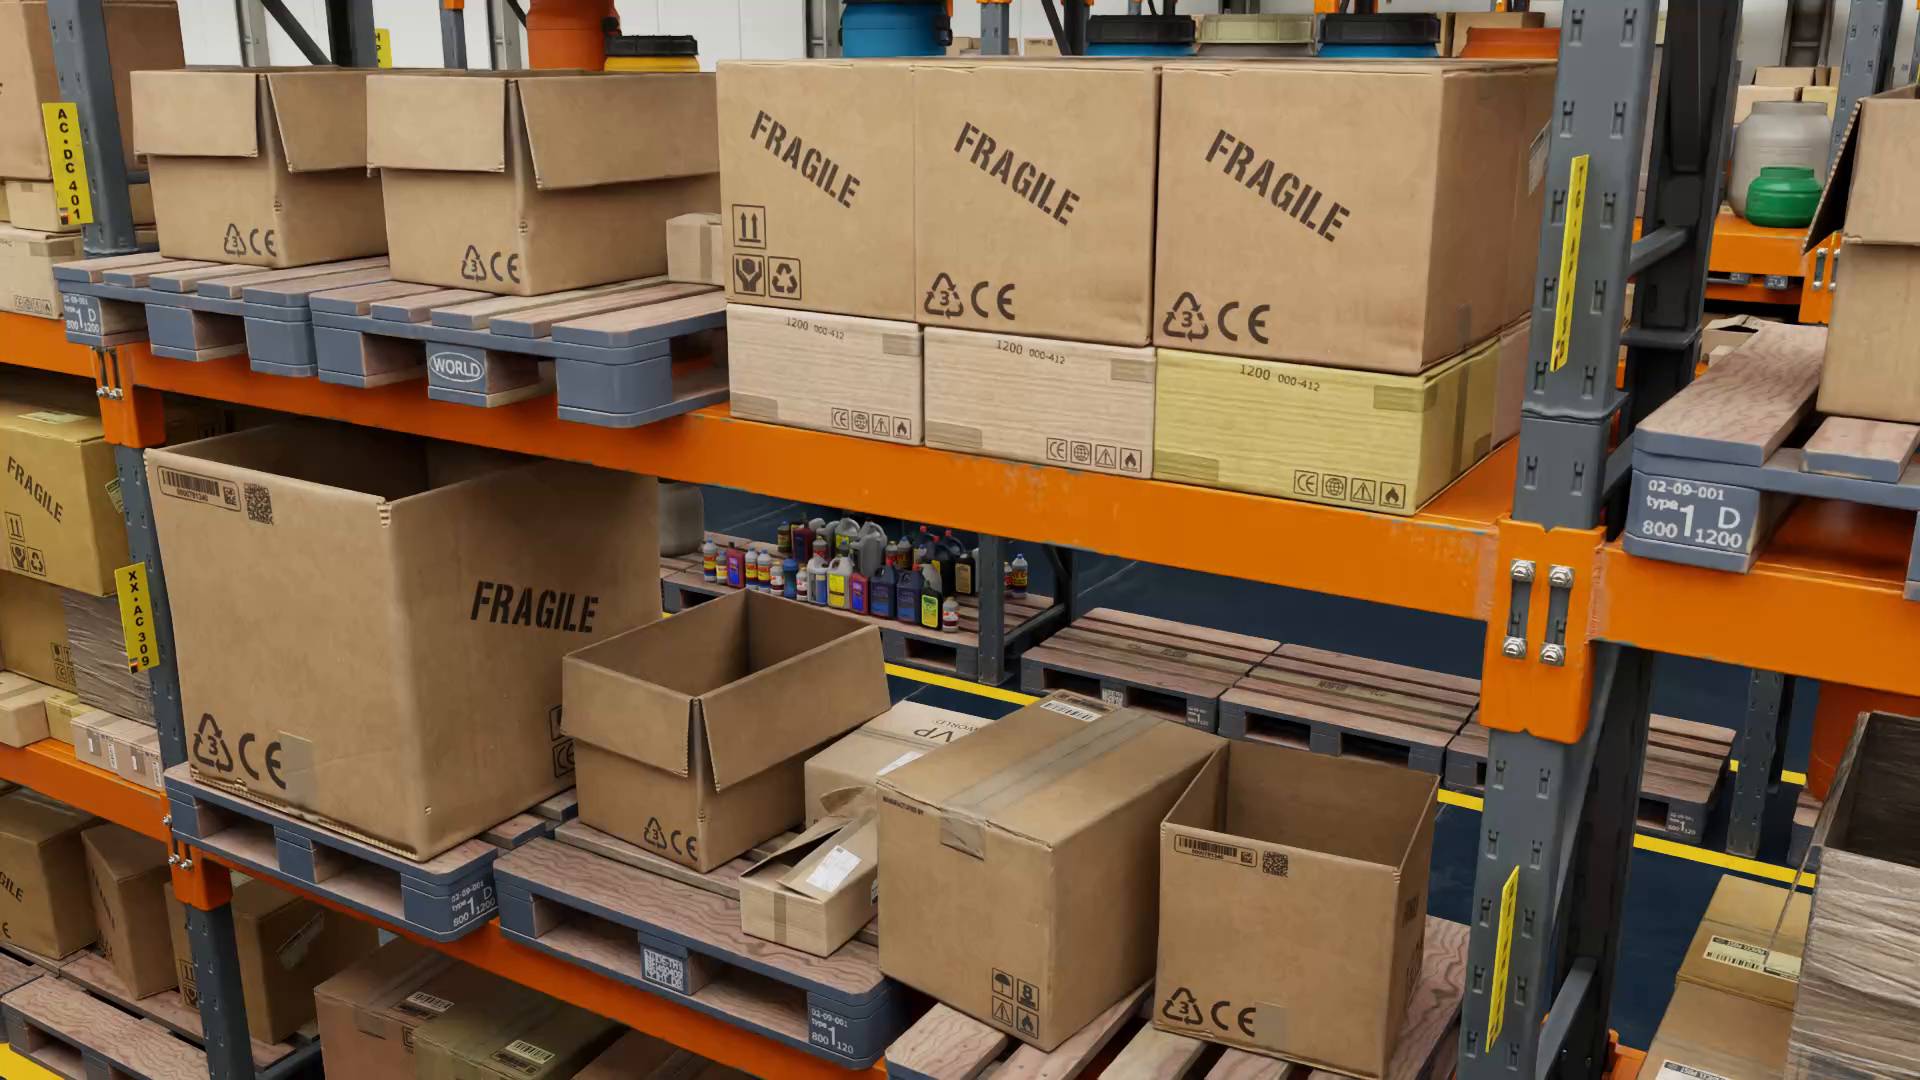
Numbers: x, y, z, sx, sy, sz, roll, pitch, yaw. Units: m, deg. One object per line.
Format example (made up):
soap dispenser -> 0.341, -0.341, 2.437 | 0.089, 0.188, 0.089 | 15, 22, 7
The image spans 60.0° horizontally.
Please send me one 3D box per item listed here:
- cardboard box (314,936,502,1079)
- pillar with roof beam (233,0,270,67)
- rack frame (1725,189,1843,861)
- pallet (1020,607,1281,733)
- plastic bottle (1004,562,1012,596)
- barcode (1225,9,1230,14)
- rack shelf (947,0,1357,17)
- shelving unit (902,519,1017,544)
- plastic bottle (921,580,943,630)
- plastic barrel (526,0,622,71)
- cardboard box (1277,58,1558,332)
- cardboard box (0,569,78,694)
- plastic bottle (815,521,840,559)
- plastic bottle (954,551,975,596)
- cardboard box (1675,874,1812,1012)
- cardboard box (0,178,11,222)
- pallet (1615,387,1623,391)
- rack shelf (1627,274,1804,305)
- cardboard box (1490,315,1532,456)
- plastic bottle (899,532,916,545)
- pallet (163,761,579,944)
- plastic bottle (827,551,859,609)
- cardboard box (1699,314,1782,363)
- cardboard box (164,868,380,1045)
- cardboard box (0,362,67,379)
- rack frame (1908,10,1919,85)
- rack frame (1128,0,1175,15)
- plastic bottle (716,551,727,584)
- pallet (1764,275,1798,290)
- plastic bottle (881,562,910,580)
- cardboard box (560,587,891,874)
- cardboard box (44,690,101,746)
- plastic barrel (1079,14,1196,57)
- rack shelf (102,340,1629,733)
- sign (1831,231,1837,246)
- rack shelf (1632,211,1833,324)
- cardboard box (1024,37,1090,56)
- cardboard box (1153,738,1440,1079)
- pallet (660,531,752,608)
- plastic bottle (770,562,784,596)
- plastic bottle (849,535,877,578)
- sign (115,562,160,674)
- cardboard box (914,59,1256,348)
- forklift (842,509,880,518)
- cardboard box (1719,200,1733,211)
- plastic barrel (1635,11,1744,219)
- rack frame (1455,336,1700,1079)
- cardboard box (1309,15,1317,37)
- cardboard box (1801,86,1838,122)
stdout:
cardboard box -> -1.664, 1.595, 5.512 | 0.500, 0.500, 0.700 | 8, 19, 26
pillar with roof beam -> -14.349, -8.428, 24.643 | 0.400, 9.000, 9.100 | 10, 20, 30
rack frame -> 3.825, -0.107, 7.573 | 0.127, 3.000, 1.000 | 10, 20, 30
pallet -> 1.106, 0.728, 9.620 | 1.213, 0.211, 1.003 | 10, 20, 30
plastic bottle -> 0.288, 0.240, 10.487 | 0.097, 0.201, 0.097 | 0, 17, 0
barcode -> 3.059, -6.042, 19.026 | 0.075, 0.075, 0.001 | 10, 20, 30
rack shelf -> 1.308, -4.581, 13.905 | 4.000, 0.370, 1.077 | 10, 20, 30
shelving unit -> -0.006, -0.719, 12.167 | 0.755, 1.500, 0.431 | 10, 20, 30
plastic bottle -> -0.166, 0.382, 9.879 | 0.133, 0.283, 0.061 | 11, 20, 33
plastic barrel -> -2.512, -3.123, 10.880 | 0.708, 0.830, 0.600 | 10, 20, 30
cardboard box -> 0.967, -0.738, 3.457 | 0.500, 0.500, 0.500 | 10, 20, 31
cardboard box -> -2.934, 0.152, 6.035 | 0.500, 0.500, 0.875 | 10, 20, 30
plastic bottle -> -0.879, 0.006, 11.131 | 0.135, 0.276, 0.152 | 10, 19, 29
plastic bottle -> 0.029, 0.201, 10.476 | 0.133, 0.283, 0.061 | 10, 20, 30
cardboard box -> 1.783, 1.085, 3.475 | 0.500, 0.500, 0.500 | 11, 20, 32
cardboard box -> -2.784, -1.084, 5.201 | 0.250, 0.149, 0.380 | 10, 20, 31
pallet -> 7.309, -1.532, 17.060 | 1.213, 0.211, 1.003 | 10, 20, 30
rack shelf -> 7.305, -2.521, 16.757 | 4.000, 0.370, 1.077 | 10, 20, 30
cardboard box -> 0.965, -0.378, 3.563 | 0.500, 0.250, 0.500 | 11, 20, 31
plastic bottle -> -0.334, 0.084, 10.861 | 0.133, 0.283, 0.061 | 11, 20, 32
pallet -> -1.601, 0.755, 5.064 | 1.213, 0.211, 1.003 | 10, 20, 30
plastic bottle -> -0.722, 0.236, 10.243 | 0.185, 0.351, 0.144 | 10, 20, 30
cardboard box -> 5.760, -1.475, 12.229 | 0.500, 0.311, 0.500 | 10, 19, 29
cardboard box -> -2.496, 1.435, 6.073 | 0.500, 0.500, 0.500 | 9, 19, 28
cardboard box -> -3.279, -0.441, 6.267 | 0.500, 0.500, 0.500 | 10, 20, 30
rack frame -> 6.420, -4.204, 10.738 | 0.127, 3.000, 1.000 | 10, 20, 30
rack frame -> 2.193, -6.648, 18.785 | 0.127, 3.000, 1.000 | 10, 20, 30
plastic bottle -> -1.522, 0.173, 10.708 | 0.097, 0.201, 0.097 | 0, 17, 0
pallet -> 8.347, -2.551, 15.949 | 1.003, 0.211, 1.213 | 10, 20, 30
plastic bottle -> -0.391, 0.281, 10.225 | 0.135, 0.276, 0.152 | 10, 20, 30
cardboard box -> -0.650, 0.502, 4.669 | 0.637, 0.503, 0.797 | 13, 21, 36
cardboard box -> -2.902, 0.578, 5.749 | 0.250, 0.149, 0.380 | 10, 20, 30
plastic barrel -> 0.963, -2.367, 8.990 | 0.708, 0.901, 0.600 | 10, 20, 30
rack shelf -> -0.471, -0.276, 4.205 | 4.000, 0.370, 1.077 | 10, 20, 30
sign -> 3.543, -1.355, 6.700 | 0.005, 0.325, 0.100 | 10, 20, 30
rack shelf -> 2.121, -1.502, 8.243 | 4.000, 0.370, 1.077 | 10, 20, 30
cardboard box -> 0.875, -3.981, 14.030 | 0.500, 0.500, 0.500 | 10, 20, 30
cardboard box -> 0.752, 0.798, 3.697 | 0.500, 0.500, 0.500 | 8, 18, 23
pallet -> -2.213, 0.135, 11.574 | 1.213, 0.211, 1.003 | 10, 20, 30
plastic bottle -> -1.149, 0.240, 10.489 | 0.097, 0.201, 0.097 | 0, 17, 0
plastic bottle -> -0.633, 0.099, 10.825 | 0.135, 0.276, 0.152 | 10, 20, 30
sign -> -2.453, 0.232, 4.966 | 0.005, 0.325, 0.100 | 10, 20, 30
cardboard box -> 0.253, -0.689, 3.294 | 0.500, 0.500, 0.500 | 10, 20, 30
forklift -> -1.039, -1.948, 13.753 | 1.130, 2.935, 3.031 | -9, 19, -28
cardboard box -> 7.531, -3.072, 16.405 | 0.500, 0.500, 0.700 | 10, 20, 30
plastic barrel -> 3.239, -1.961, 7.653 | 0.600, 0.901, 0.600 | 0, 17, 0
rack frame -> 1.233, 1.120, 3.535 | 0.127, 3.000, 1.000 | 10, 20, 30
cardboard box -> 4.001, -5.509, 18.268 | 0.500, 0.500, 0.500 | 10, 20, 30
cardboard box -> 6.004, -2.953, 11.316 | 0.500, 0.250, 0.500 | 9, 19, 26
